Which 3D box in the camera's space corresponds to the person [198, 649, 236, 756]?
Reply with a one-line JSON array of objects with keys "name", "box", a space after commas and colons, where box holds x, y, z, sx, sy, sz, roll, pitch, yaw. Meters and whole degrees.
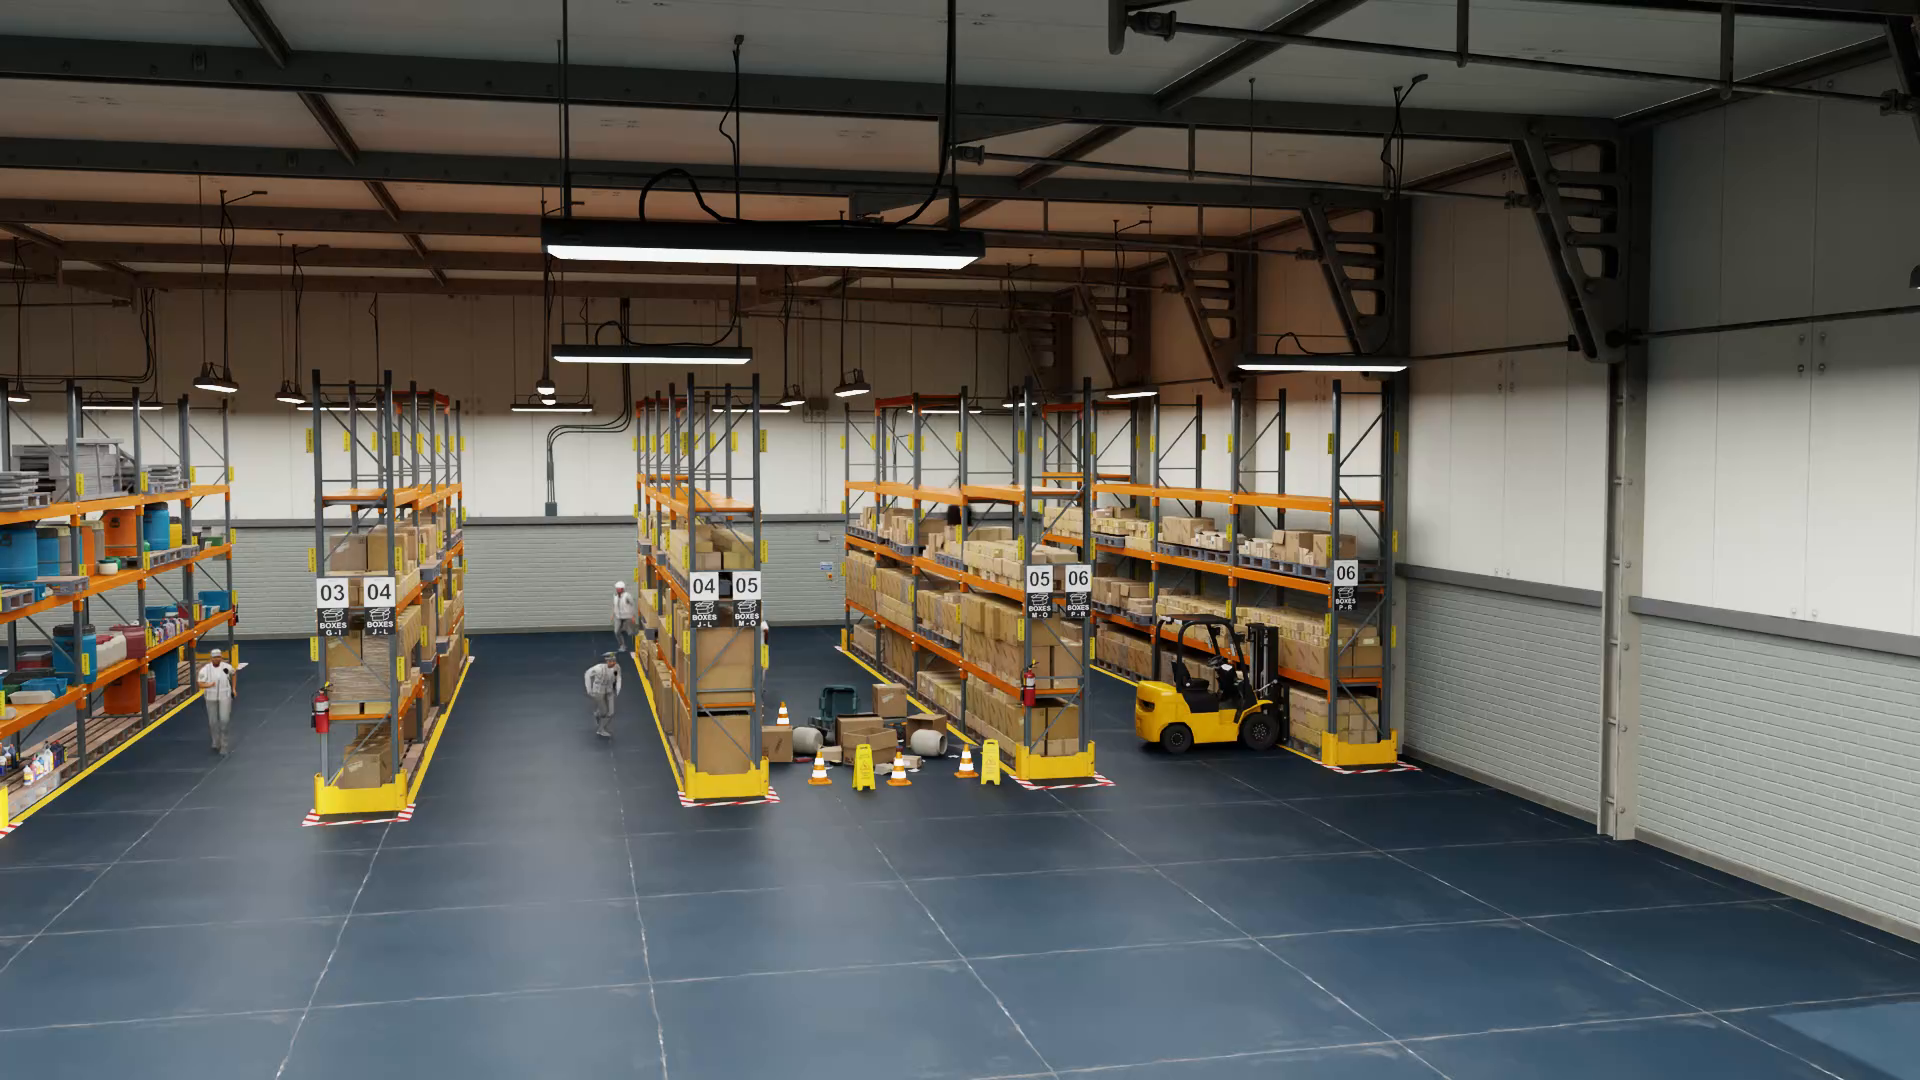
[{"name": "person", "box": [-12.035, 2.615, 26.950, 0.549, 1.723, 0.842, -1, 3, -19]}]

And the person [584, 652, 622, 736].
[{"name": "person", "box": [-6.112, 2.631, 28.426, 0.641, 1.486, 0.812, -2, 4, -33]}]

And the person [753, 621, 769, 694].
[{"name": "person", "box": [-4.133, 2.242, 33.248, 0.675, 1.715, 0.861, 0, 3, 2]}]

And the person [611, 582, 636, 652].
[{"name": "person", "box": [-8.084, 1.840, 40.209, 0.680, 1.712, 0.792, 1, 4, 21]}]
